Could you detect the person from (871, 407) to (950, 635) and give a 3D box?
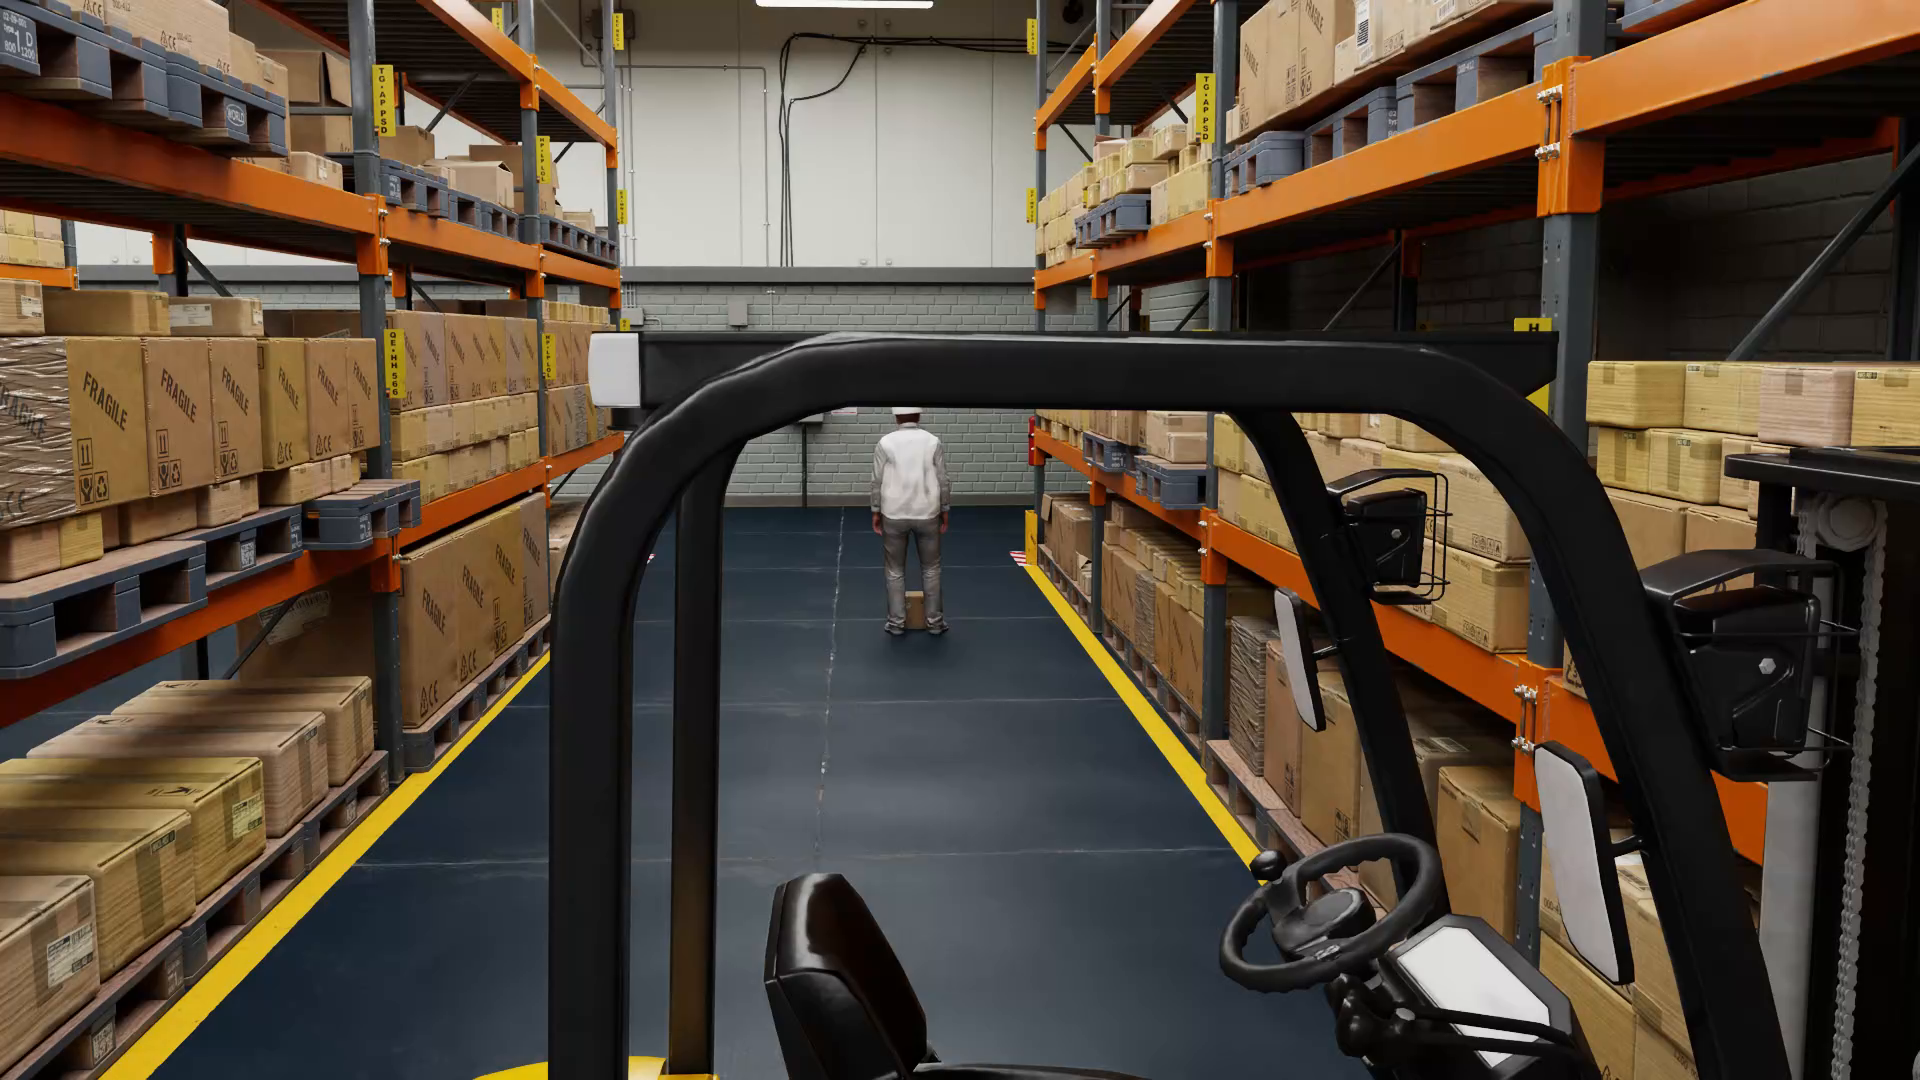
[{"bbox_3d":[-0.364,-0.193,12.250,0.584,1.771,0.466,-1,7,-4],"label":"person"}]
